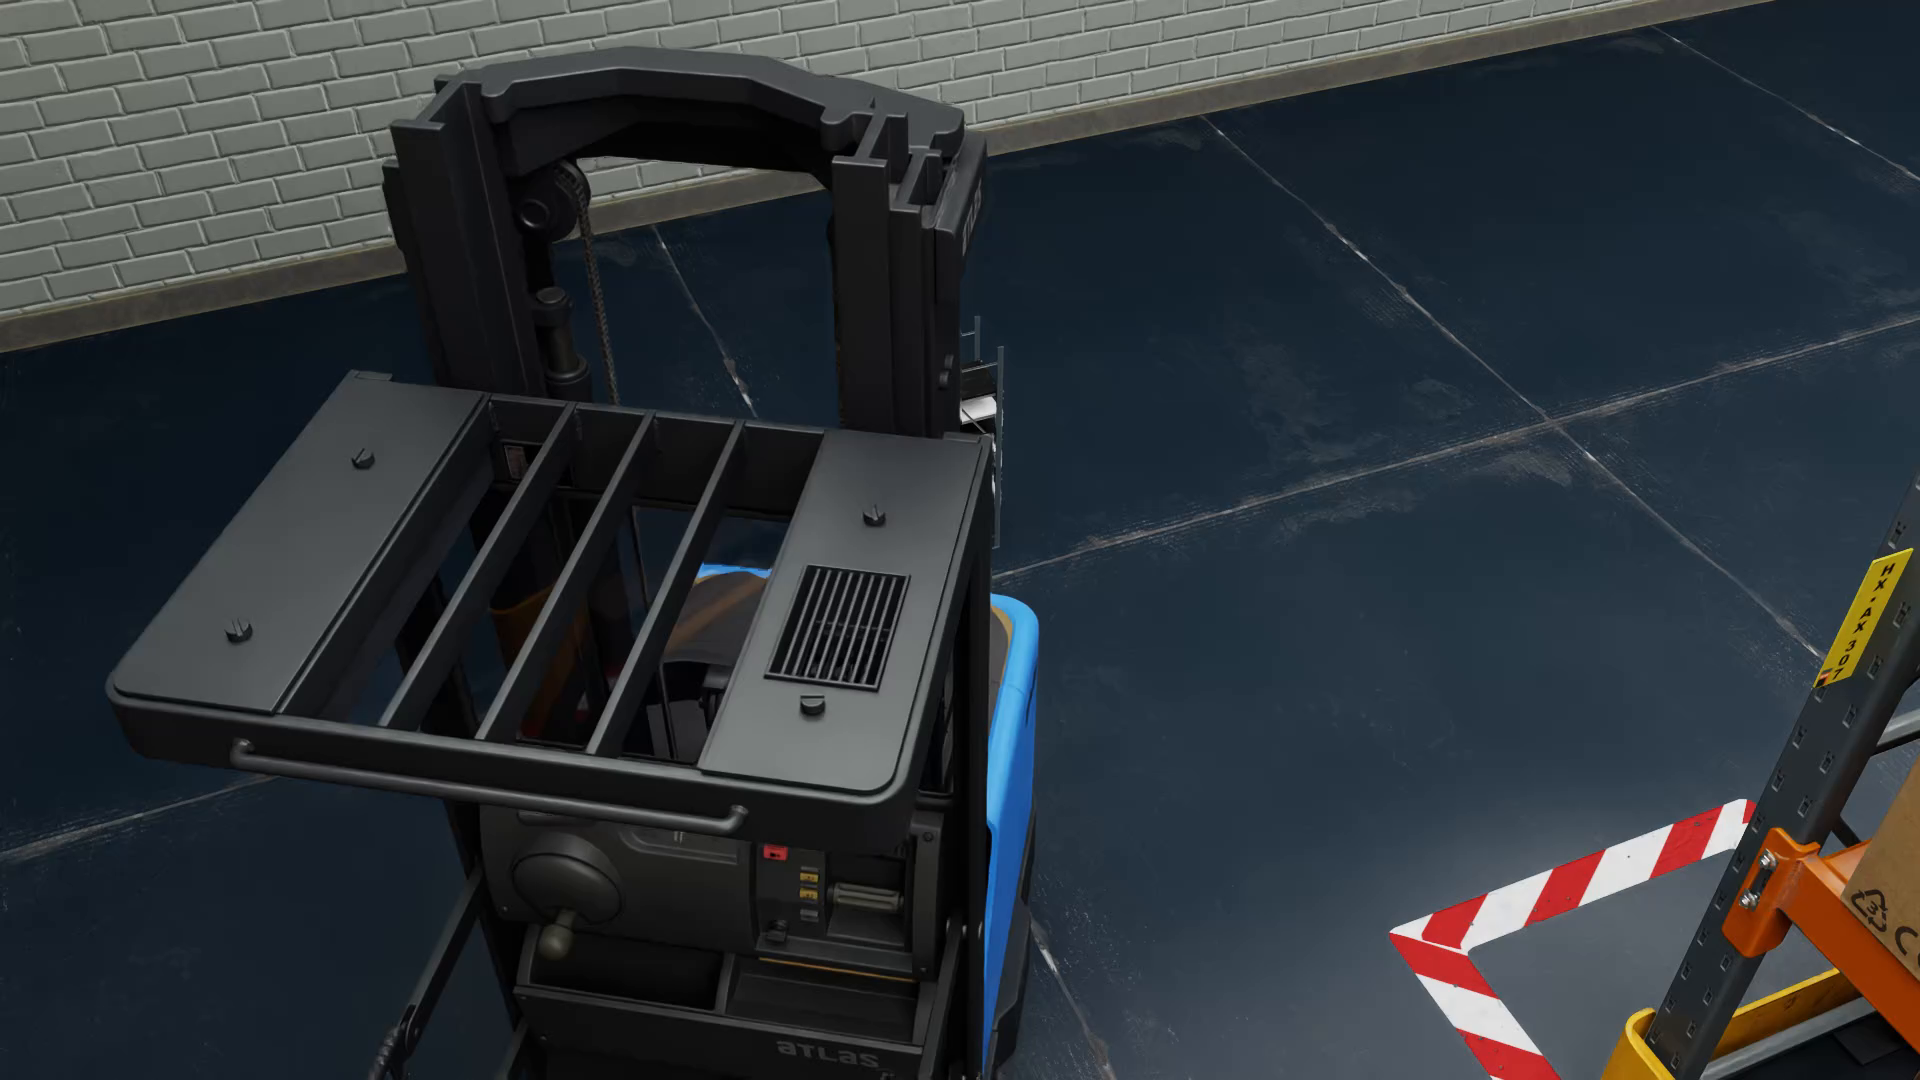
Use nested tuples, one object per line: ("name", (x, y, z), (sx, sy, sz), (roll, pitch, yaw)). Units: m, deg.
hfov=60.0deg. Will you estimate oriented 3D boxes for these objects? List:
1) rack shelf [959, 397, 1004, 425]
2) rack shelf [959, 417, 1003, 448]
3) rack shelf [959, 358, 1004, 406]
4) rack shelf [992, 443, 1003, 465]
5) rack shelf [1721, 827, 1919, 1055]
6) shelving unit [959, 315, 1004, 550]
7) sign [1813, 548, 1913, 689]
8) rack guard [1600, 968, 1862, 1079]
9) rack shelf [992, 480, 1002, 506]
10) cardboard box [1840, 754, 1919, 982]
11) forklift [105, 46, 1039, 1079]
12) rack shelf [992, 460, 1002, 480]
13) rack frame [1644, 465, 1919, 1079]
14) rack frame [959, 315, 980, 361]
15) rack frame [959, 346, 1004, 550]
("rack shelf", (-0.003, -0.457, 5.867), (0.258, 0.077, 0.200), (-15, 43, -17))
("rack shelf", (-0.003, -0.389, 5.925), (0.258, 0.077, 0.200), (-15, 43, -17))
("rack shelf", (-0.003, -0.526, 5.808), (0.258, 0.077, 0.200), (-15, 43, -17))
("rack shelf", (-0.003, -0.321, 5.984), (0.258, 0.077, 0.200), (-15, 43, -17))
("rack shelf", (2.956, 1.820, 2.384), (1.077, 0.370, 4.000), (-15, 43, -17))
("shelving unit", (-0.003, -0.346, 5.962), (0.258, 0.900, 0.210), (-15, 43, -17))
("sign", (1.689, 0.150, 3.111), (0.100, 0.325, 0.005), (-15, 43, -17))
("rack guard", (2.220, 1.336, 4.313), (1.175, 0.500, 0.348), (-15, 43, -17))
("rack shelf", (-0.003, -0.184, 6.101), (0.258, 0.077, 0.200), (-15, 43, -17))
("cardboard box", (2.117, 0.638, 3.131), (0.500, 0.500, 0.500), (-14, 43, -16))
("forklift", (-0.533, 0.751, 3.129), (1.130, 2.935, 3.031), (6, 41, 7))
("rack shelf", (-0.003, -0.253, 6.043), (0.258, 0.077, 0.200), (-15, 43, -17))
("rack frame", (2.190, 0.343, 3.551), (1.000, 3.000, 0.127), (-15, 43, -17))
("rack frame", (-0.042, -0.407, 6.034), (0.240, 0.900, 0.006), (-15, 43, -17))
("rack frame", (0.036, -0.285, 5.891), (0.240, 0.900, 0.006), (-15, 43, -17))
